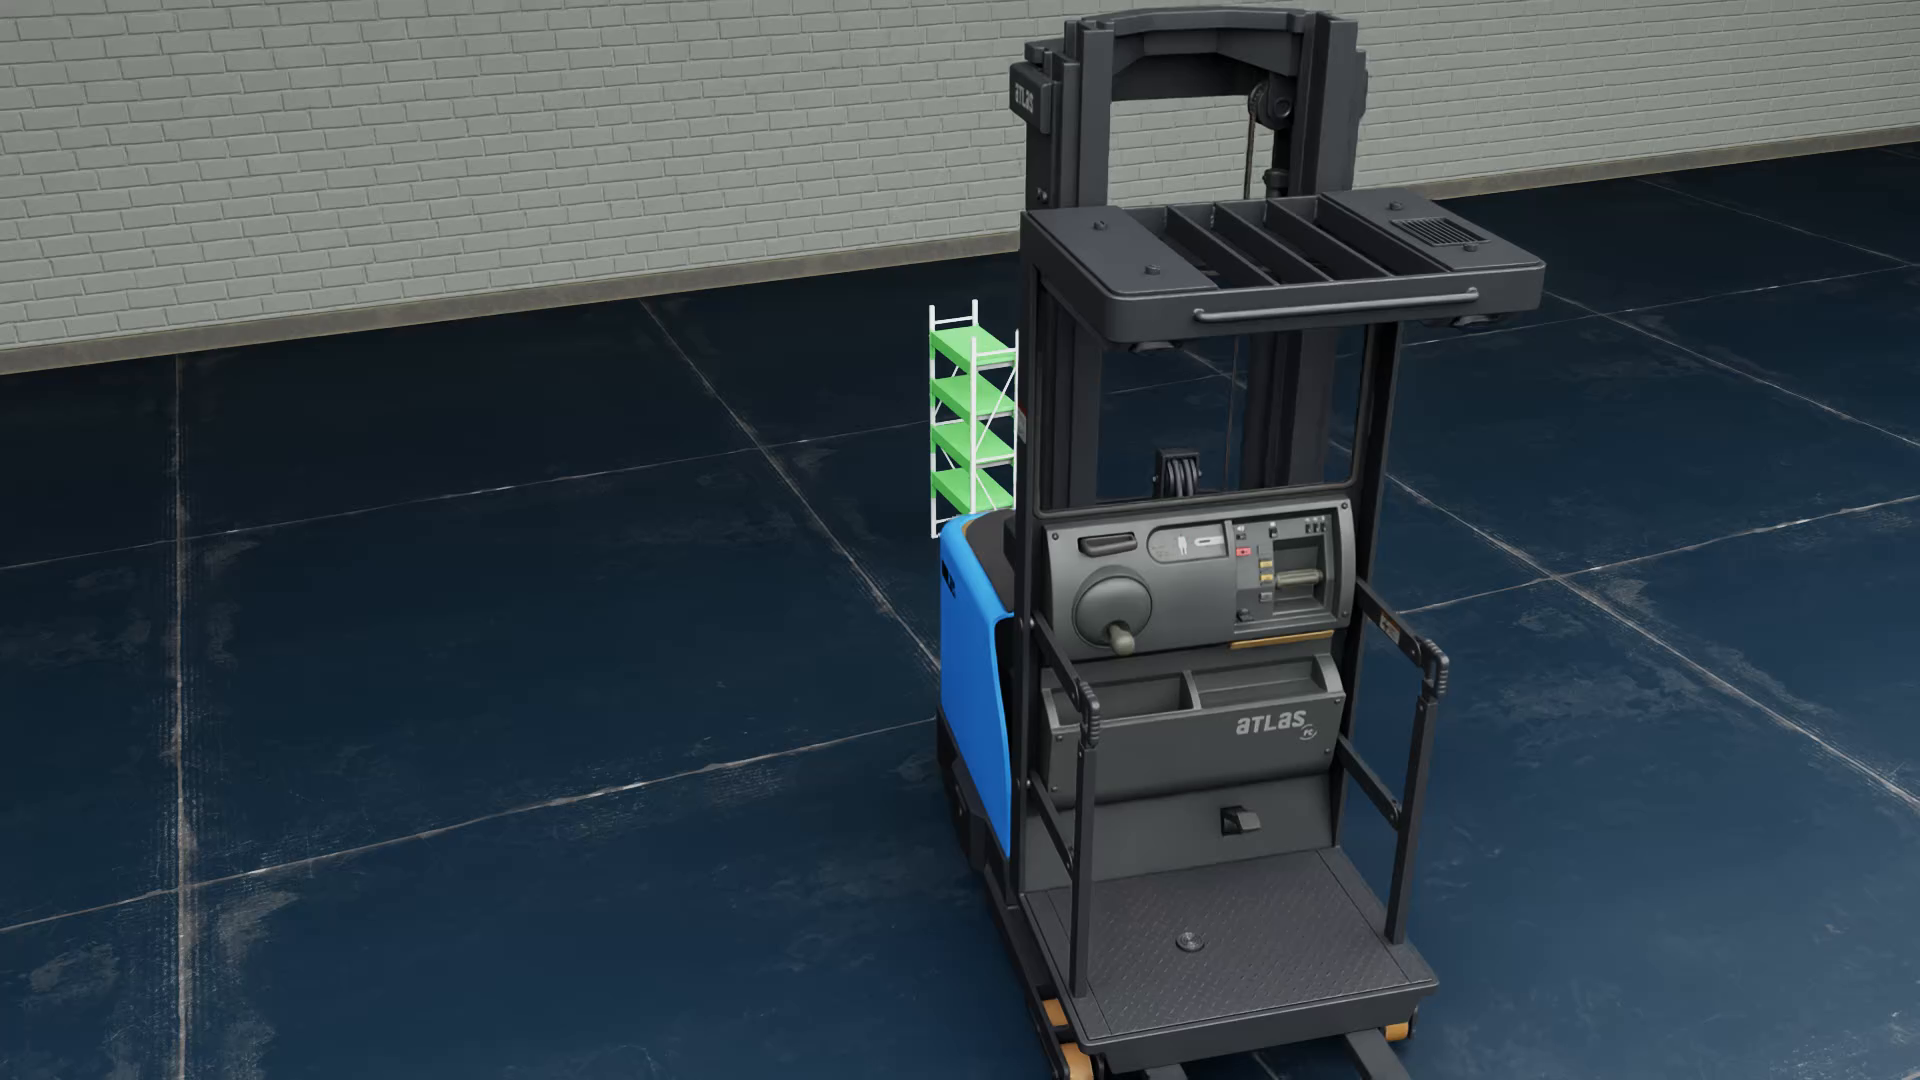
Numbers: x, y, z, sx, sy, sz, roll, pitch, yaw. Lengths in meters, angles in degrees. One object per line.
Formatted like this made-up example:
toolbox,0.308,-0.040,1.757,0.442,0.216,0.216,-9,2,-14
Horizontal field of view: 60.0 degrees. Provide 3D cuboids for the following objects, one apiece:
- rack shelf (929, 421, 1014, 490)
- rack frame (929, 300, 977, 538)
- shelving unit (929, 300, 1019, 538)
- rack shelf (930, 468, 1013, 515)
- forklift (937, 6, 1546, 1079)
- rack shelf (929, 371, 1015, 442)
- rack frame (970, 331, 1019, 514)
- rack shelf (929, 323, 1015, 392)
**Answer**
rack shelf,0.065,-0.415,7.878,0.258,0.148,0.480,-11,28,-21
rack frame,-0.031,-0.571,8.052,0.240,1.200,0.015,-11,28,-21
shelving unit,0.065,-0.472,7.850,0.258,1.200,0.503,-11,28,-21
rack shelf,0.065,-0.199,7.983,0.258,0.148,0.480,-11,28,-21
forklift,0.755,0.140,4.623,1.130,2.935,3.031,-6,27,-12
rack shelf,0.065,-0.631,7.773,0.258,0.148,0.480,-11,28,-21
rack frame,0.160,-0.374,7.648,0.240,1.200,0.015,-11,28,-21
rack shelf,0.065,-0.846,7.667,0.258,0.148,0.480,-11,28,-21
